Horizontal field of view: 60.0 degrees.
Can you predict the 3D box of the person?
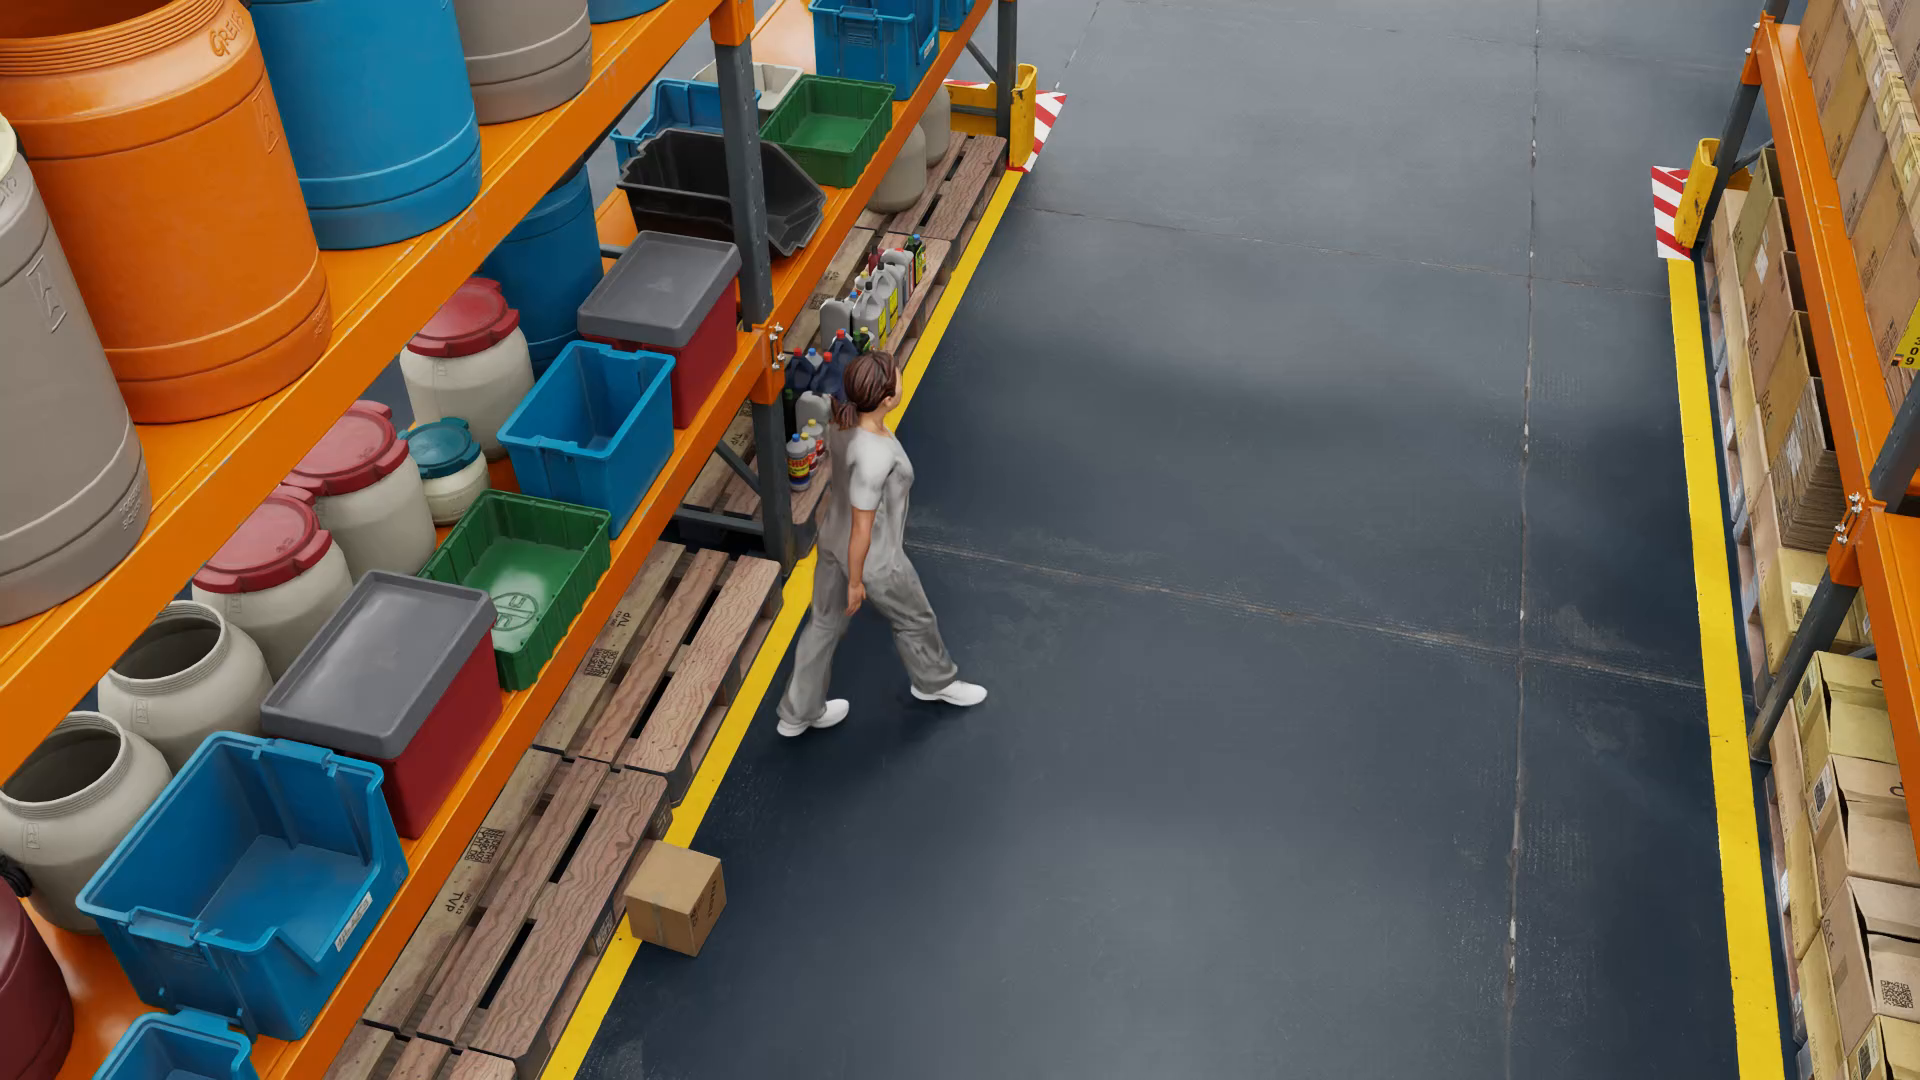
[{"bbox_3d":[-0.359,0.025,6.136,0.844,1.663,0.465,-21,45,-22],"label":"person"}]
